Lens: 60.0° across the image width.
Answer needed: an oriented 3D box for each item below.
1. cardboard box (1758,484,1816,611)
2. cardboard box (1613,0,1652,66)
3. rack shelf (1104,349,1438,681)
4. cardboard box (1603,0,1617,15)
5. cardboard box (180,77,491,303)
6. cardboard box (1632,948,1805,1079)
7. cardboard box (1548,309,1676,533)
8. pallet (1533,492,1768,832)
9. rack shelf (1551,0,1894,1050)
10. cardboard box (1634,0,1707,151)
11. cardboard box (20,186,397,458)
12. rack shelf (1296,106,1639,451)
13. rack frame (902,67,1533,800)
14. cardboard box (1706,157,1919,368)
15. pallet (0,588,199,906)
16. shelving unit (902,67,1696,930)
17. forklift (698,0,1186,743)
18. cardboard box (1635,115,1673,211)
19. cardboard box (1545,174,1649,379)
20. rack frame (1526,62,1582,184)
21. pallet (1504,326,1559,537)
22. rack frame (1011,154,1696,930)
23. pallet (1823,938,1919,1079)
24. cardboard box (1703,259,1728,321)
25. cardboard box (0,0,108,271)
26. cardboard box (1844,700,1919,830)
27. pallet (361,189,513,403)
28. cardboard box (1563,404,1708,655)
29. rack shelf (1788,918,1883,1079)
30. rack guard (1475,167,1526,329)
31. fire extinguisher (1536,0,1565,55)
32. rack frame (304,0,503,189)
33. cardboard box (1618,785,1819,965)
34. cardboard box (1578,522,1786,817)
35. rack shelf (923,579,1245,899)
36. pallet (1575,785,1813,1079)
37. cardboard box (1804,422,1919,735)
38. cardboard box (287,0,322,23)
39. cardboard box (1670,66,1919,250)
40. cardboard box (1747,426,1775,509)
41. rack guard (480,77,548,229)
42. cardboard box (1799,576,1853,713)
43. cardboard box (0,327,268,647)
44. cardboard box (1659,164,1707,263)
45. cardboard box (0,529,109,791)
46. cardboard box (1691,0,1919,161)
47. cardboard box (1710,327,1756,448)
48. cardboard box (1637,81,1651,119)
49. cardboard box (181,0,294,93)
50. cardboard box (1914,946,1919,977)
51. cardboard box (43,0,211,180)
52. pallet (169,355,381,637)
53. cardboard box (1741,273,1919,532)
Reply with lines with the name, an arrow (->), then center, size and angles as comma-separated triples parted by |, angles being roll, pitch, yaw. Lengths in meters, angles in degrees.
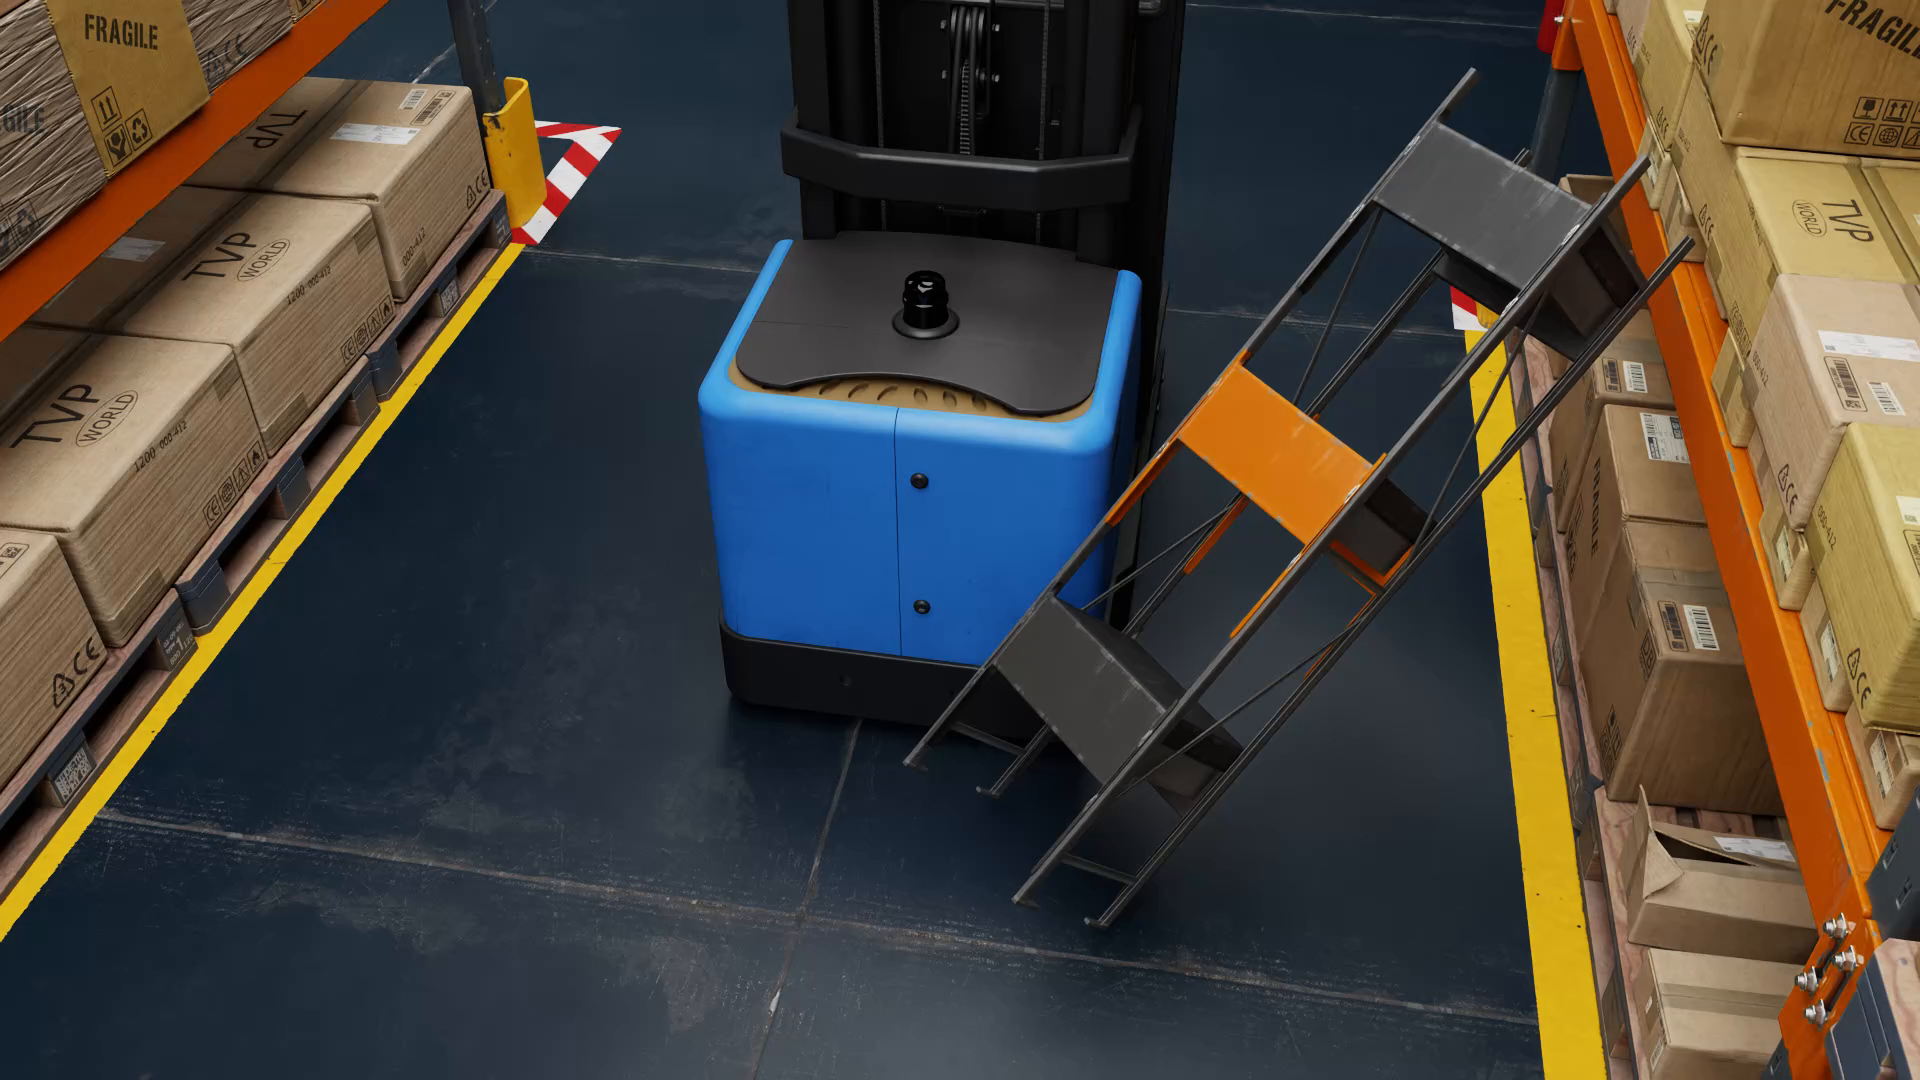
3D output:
cardboard box -> 1.713, 0.019, 3.070 | 0.380, 0.149, 0.250 | 7, 40, 9
cardboard box -> 2.123, -1.514, 4.612 | 0.500, 0.250, 0.500 | 7, 40, 8
rack shelf -> 0.749, -0.049, 3.916 | 0.518, 0.431, 0.480 | -51, 49, 9
cardboard box -> 2.227, -1.756, 5.217 | 0.380, 0.149, 0.250 | 6, 40, 7
cardboard box -> -2.351, -1.323, 6.177 | 0.875, 0.438, 0.875 | 5, 40, 6
cardboard box -> 1.669, 1.036, 3.550 | 0.380, 0.149, 0.250 | 5, 40, 6
cardboard box -> 2.169, -0.322, 4.917 | 0.700, 0.500, 0.500 | 8, 40, 9
pallet -> 2.191, 0.357, 4.652 | 1.003, 0.211, 1.213 | 6, 40, 8
rack shelf -> 2.208, -0.496, 4.061 | 1.077, 0.370, 4.000 | 6, 40, 8
cardboard box -> 2.039, -1.196, 4.226 | 0.500, 0.250, 0.500 | 6, 40, 7
cardboard box -> -2.501, -0.748, 5.481 | 0.875, 0.438, 0.875 | 7, 40, 9
rack shelf -> 1.182, -0.589, 3.810 | 0.518, 0.431, 0.480 | -51, 49, 9
rack frame -> 0.629, -0.194, 4.072 | 2.100, 0.400, 0.015 | -51, 49, 9
cardboard box -> 1.881, -0.549, 3.445 | 0.500, 0.250, 0.500 | 6, 40, 7
pallet -> -2.819, 0.543, 4.428 | 1.003, 0.211, 1.213 | 6, 40, 8
shelving unit -> 0.758, -0.060, 3.914 | 2.100, 0.431, 0.503 | -51, 49, 9
forklift -> 0.112, -1.525, 4.794 | 1.130, 2.935, 3.031 | 7, 40, 8
cardboard box -> 1.955, -0.953, 4.246 | 0.380, 0.149, 0.250 | 5, 40, 6
cardboard box -> 2.355, -0.855, 5.560 | 0.797, 0.503, 0.637 | 5, 40, 6
rack frame -> 2.554, -2.029, 5.350 | 1.000, 3.000, 0.127 | 6, 40, 8
pallet -> 2.404, -0.406, 5.576 | 1.003, 0.211, 1.213 | 6, 40, 8
rack frame -> 0.886, 0.074, 3.756 | 2.100, 0.400, 0.015 | -51, 49, 9
pallet -> 1.616, 1.045, 1.783 | 1.003, 0.211, 1.213 | 6, 40, 8
cardboard box -> 1.953, -0.616, 3.838 | 0.380, 0.149, 0.250 | 6, 40, 8
cardboard box -> -2.505, -0.994, 4.020 | 0.500, 0.500, 0.500 | 7, 40, 8
cardboard box -> 1.668, 0.350, 2.669 | 0.380, 0.149, 0.250 | 7, 40, 8
pallet -> -2.397, -0.989, 6.280 | 1.003, 0.211, 1.213 | 6, 40, 8
cardboard box -> 1.979, -0.001, 4.529 | 0.500, 0.500, 0.500 | 7, 40, 8
rack shelf -> 1.516, 2.014, 1.025 | 1.077, 0.370, 4.000 | 6, 40, 8
rack guard -> 2.541, -1.018, 6.089 | 1.175, 0.500, 0.348 | 6, 40, 8
fire extinguisher -> 2.124, -1.999, 5.667 | 0.296, 0.674, 0.183 | 6, 40, 8
rack frame -> -2.335, -2.574, 6.009 | 1.000, 3.000, 0.127 | 6, 40, 8
cardboard box -> 1.731, 0.767, 3.784 | 0.396, 0.266, 0.258 | 8, 40, 9
cardboard box -> 1.989, 0.330, 4.129 | 0.700, 0.500, 0.500 | 5, 40, 6
rack shelf -> 0.316, 0.490, 4.022 | 0.518, 0.431, 0.480 | -51, 49, 9
pallet -> 1.982, 1.125, 3.723 | 1.003, 0.211, 1.213 | 6, 40, 8
cardboard box -> 1.710, 0.078, 2.686 | 0.500, 0.250, 0.500 | 7, 40, 9
cardboard box -> -2.260, -1.967, 5.197 | 0.500, 0.500, 0.500 | 6, 40, 7
cardboard box -> 1.971, -0.872, 3.835 | 0.500, 0.250, 0.500 | 5, 40, 7
cardboard box -> 1.785, -0.143, 3.266 | 0.380, 0.149, 0.250 | 7, 40, 9
rack guard -> -2.331, -1.626, 6.824 | 1.175, 0.500, 0.348 | 6, 40, 8
cardboard box -> 1.692, 0.185, 2.870 | 0.380, 0.149, 0.250 | 7, 40, 9
cardboard box -> -2.659, -0.182, 4.797 | 0.875, 0.438, 0.875 | 5, 40, 6
cardboard box -> 1.930, -0.785, 4.043 | 0.380, 0.149, 0.250 | 7, 40, 9
cardboard box -> -2.813, 0.380, 4.118 | 0.875, 0.438, 0.875 | 6, 40, 7
cardboard box -> 1.951, -1.178, 3.617 | 0.500, 0.500, 0.500 | 7, 40, 9
cardboard box -> 1.802, -0.306, 3.464 | 0.380, 0.149, 0.250 | 6, 40, 7
cardboard box -> 2.113, -1.271, 4.630 | 0.380, 0.149, 0.250 | 8, 40, 9
cardboard box -> -2.339, -1.643, 4.805 | 0.500, 0.500, 0.500 | 7, 40, 9
cardboard box -> 1.558, 0.560, 1.811 | 0.700, 0.500, 0.500 | 7, 40, 9
cardboard box -> -2.416, -1.318, 4.411 | 0.500, 0.500, 0.500 | 8, 40, 9
pallet -> -2.610, -0.225, 5.357 | 1.003, 0.211, 1.213 | 6, 40, 8
cardboard box -> 1.782, -0.238, 3.068 | 0.500, 0.250, 0.500 | 7, 40, 8
